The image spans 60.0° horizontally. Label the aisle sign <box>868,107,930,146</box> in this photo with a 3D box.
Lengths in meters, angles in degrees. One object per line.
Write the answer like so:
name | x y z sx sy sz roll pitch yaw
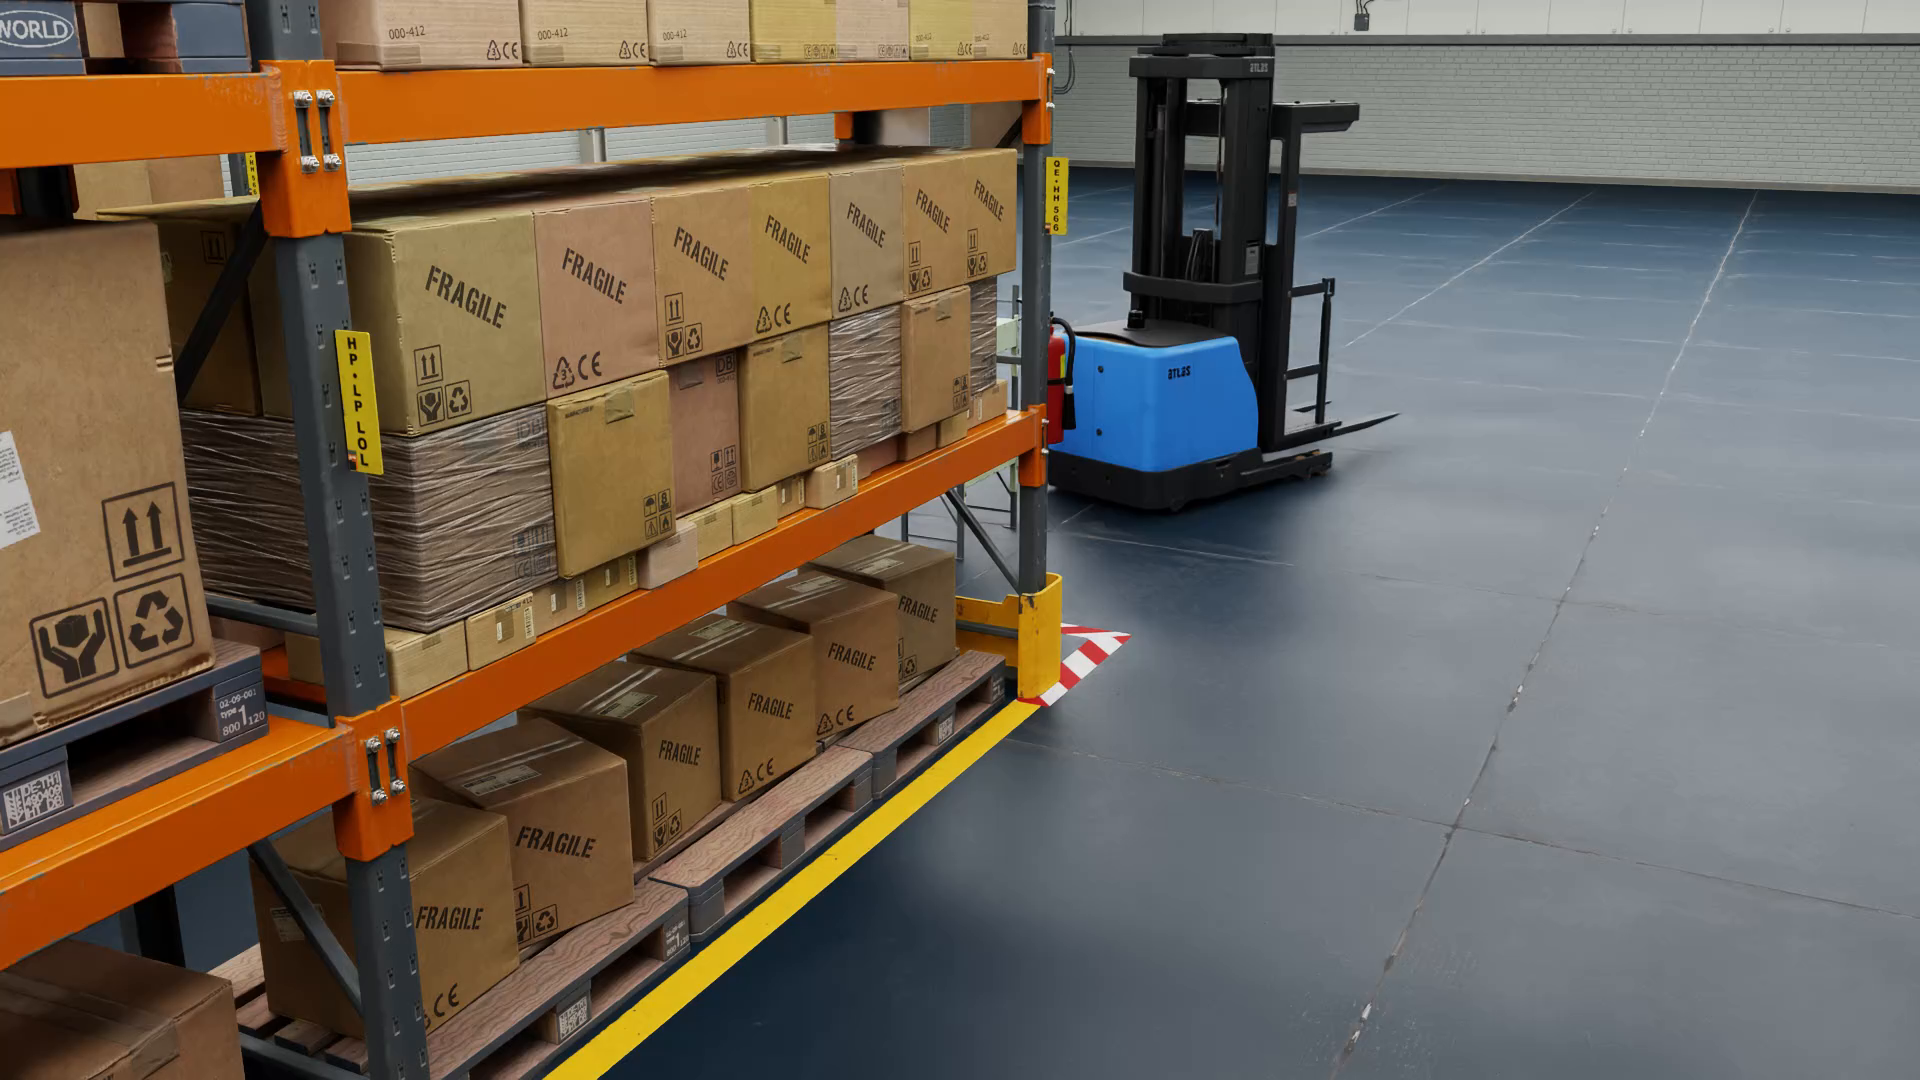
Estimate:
aisle sign | -0.313 -2.145 7.411 0.394 0.787 0.004 8 18 25

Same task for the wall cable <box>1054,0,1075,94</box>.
wall cable | 1.407 -12.284 41.032 3.097 2.526 0.112 8 18 25

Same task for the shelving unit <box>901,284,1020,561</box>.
shelving unit | 0.003 -0.721 9.817 0.431 1.500 0.755 8 18 25

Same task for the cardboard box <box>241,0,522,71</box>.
cardboard box | -1.429 -1.274 4.040 0.500 0.250 0.500 7 18 23

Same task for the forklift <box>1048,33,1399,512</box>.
forklift | 1.949 -1.915 11.324 3.031 2.935 1.130 -15 22 -41

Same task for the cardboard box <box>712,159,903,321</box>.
cardboard box | -0.541 -1.088 5.964 0.500 0.500 0.500 8 18 25

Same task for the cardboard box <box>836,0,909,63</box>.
cardboard box | -0.518 -1.798 5.806 0.500 0.250 0.500 9 19 27

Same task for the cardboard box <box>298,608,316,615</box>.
cardboard box | -1.906 0.140 4.726 0.380 0.149 0.250 8 18 25

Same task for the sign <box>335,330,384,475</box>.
sign | -1.362 -0.311 3.770 0.100 0.325 0.005 8 18 25

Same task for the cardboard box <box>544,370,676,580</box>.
cardboard box | -1.348 -0.246 4.886 0.875 0.500 0.500 8 18 25

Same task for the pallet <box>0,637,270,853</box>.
pallet | -2.331 0.442 3.603 1.003 0.211 1.213 8 18 25

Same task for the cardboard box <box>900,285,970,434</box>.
cardboard box | -0.459 -0.756 6.603 0.875 0.500 0.500 8 18 25

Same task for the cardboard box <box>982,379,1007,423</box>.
cardboard box | -0.015 -0.625 7.302 0.380 0.149 0.250 8 18 25

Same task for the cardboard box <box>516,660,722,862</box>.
cardboard box | -1.189 0.759 5.852 0.500 0.500 0.500 6 18 20

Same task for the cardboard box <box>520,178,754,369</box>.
cardboard box | -0.985 -0.833 5.105 0.500 0.500 0.500 8 18 25

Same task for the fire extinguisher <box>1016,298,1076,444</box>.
fire extinguisher | 0.391 -0.778 7.511 0.296 0.674 0.183 8 18 25

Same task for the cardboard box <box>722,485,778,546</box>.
cardboard box | -0.836 -0.106 5.553 0.380 0.149 0.250 8 18 25

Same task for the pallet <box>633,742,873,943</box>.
pallet | -1.047 1.024 6.207 1.003 0.211 1.213 8 18 25

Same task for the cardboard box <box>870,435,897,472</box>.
cardboard box | -0.467 -0.371 6.447 0.380 0.149 0.250 8 18 25

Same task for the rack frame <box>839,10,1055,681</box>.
rack frame | -0.072 -0.845 7.600 1.000 3.000 0.127 8 18 25

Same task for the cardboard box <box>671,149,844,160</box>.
cardboard box | -0.792 -1.282 6.620 0.500 0.500 0.500 8 18 25

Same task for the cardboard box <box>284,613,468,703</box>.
cardboard box | -1.495 0.278 4.261 0.380 0.149 0.250 8 18 25

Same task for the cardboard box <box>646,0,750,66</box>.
cardboard box | -0.966 -1.534 4.917 0.500 0.250 0.500 7 18 23

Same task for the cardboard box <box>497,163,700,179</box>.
cardboard box | -1.232 -1.027 5.759 0.500 0.500 0.500 8 18 25

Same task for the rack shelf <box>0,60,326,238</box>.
rack shelf | -2.753 -0.409 2.129 1.077 0.370 4.000 8 18 25

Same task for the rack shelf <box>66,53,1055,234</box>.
rack shelf | -0.966 -1.428 5.560 1.077 0.370 4.000 8 18 25

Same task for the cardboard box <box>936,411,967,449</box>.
cardboard box | -0.193 -0.491 6.852 0.380 0.149 0.250 8 18 25

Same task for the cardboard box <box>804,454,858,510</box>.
cardboard box | -0.591 -0.230 5.971 0.380 0.149 0.250 8 18 25

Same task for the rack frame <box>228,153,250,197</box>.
rack frame | -4.464 -1.501 9.811 1.000 3.000 0.127 8 18 25

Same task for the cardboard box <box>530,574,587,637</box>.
cardboard box | -1.284 0.149 4.696 0.380 0.149 0.250 8 18 25

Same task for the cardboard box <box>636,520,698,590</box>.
cardboard box | -1.033 0.026 5.111 0.380 0.149 0.250 8 18 25

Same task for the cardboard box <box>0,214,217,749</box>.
cardboard box | -2.340 -0.130 3.403 1.000 1.000 1.000 8 18 26

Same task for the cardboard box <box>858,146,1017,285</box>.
cardboard box | -0.097 -1.343 6.823 0.500 0.500 0.500 8 18 25

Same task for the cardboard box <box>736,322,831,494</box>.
cardboard box | -0.955 -0.508 5.769 0.875 0.500 0.500 8 18 25

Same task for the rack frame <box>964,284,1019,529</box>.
rack frame | 0.167 -0.814 10.130 0.400 1.500 0.023 8 18 25

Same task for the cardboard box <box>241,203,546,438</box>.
cardboard box | -1.431 -0.578 4.247 0.500 0.500 0.500 8 18 25

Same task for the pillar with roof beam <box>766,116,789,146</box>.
pillar with roof beam | 0.078 -11.115 31.640 9.100 9.000 0.400 8 18 25

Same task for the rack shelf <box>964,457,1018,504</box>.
rack shelf | 0.003 -0.408 9.909 0.431 0.370 0.720 8 18 25

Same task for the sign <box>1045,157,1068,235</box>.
sign | 0.415 -1.475 7.135 0.100 0.325 0.005 8 18 25

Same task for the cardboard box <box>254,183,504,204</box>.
cardboard box | -1.683 -0.773 4.903 0.500 0.500 0.500 8 18 25

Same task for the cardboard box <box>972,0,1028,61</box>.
cardboard box | -0.060 -2.055 6.672 0.500 0.250 0.500 9 19 27

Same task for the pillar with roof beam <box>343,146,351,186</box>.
pillar with roof beam | -5.284 -8.058 21.349 9.100 9.000 0.400 8 18 25

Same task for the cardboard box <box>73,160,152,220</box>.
cardboard box | -4.828 -1.849 8.823 0.875 0.550 0.550 8 18 25

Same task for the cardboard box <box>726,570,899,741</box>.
cardboard box | -0.603 0.466 6.840 0.500 0.500 0.500 14 22 40

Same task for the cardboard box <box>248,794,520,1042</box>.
cardboard box | -1.645 1.074 4.791 0.500 0.500 0.500 7 18 24
